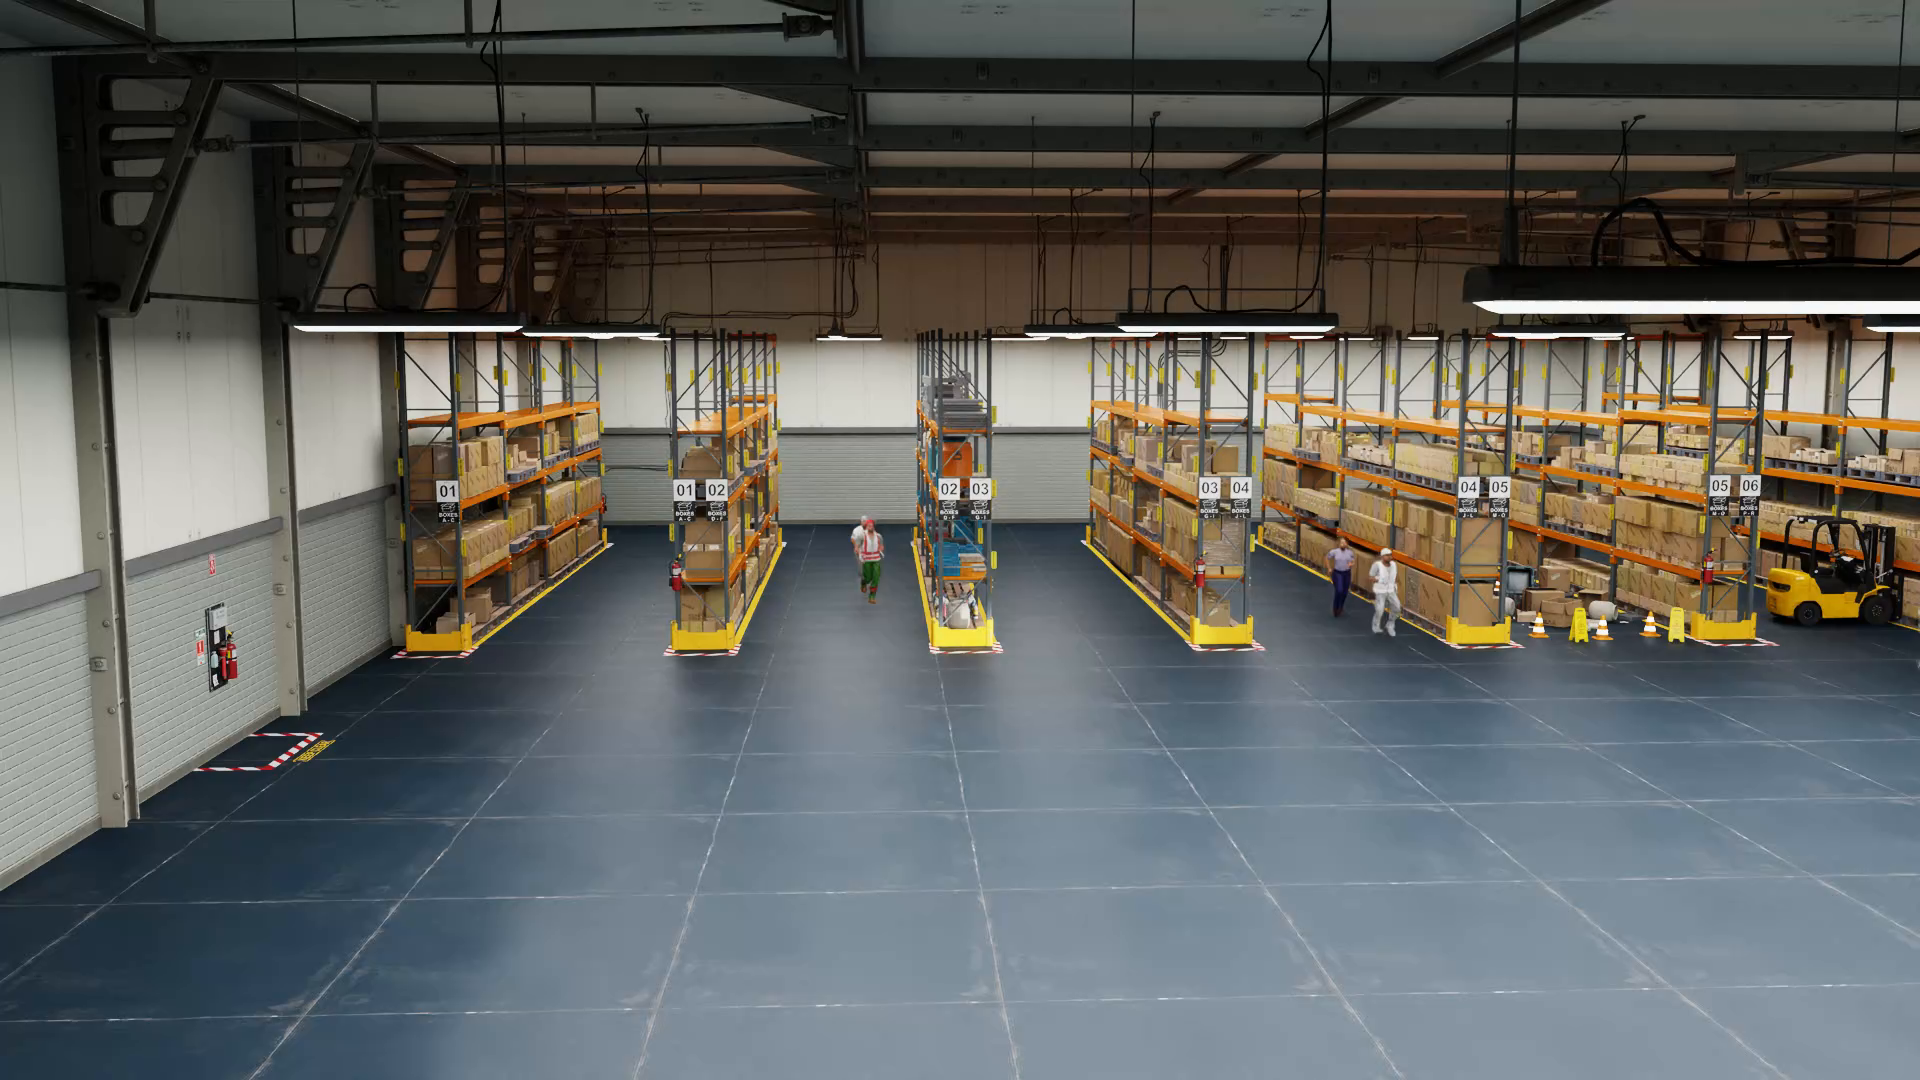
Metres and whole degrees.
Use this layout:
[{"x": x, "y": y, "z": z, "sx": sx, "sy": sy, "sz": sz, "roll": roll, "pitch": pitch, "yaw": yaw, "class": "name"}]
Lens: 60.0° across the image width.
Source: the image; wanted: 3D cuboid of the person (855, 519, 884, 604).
[{"x": -1.874, "y": 0.441, "z": 35.011, "sx": 0.655, "sy": 1.762, "sz": 0.661, "roll": -2, "pitch": 7, "yaw": -20, "class": "person"}]

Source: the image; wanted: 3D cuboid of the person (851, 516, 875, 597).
[{"x": -2.102, "y": 0.349, "z": 36.555, "sx": 0.592, "sy": 1.787, "sz": 0.707, "roll": -1, "pitch": 7, "yaw": -6, "class": "person"}]

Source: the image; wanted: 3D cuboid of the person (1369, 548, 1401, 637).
[{"x": 8.310, "y": 1.025, "z": 32.485, "sx": 0.708, "sy": 1.755, "sz": 0.753, "roll": -1, "pitch": 7, "yaw": -12, "class": "person"}]

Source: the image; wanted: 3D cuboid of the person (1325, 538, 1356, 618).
[{"x": 8.035, "y": 0.793, "z": 35.035, "sx": 0.575, "sy": 1.689, "sz": 0.711, "roll": -1, "pitch": 7, "yaw": -7, "class": "person"}]
